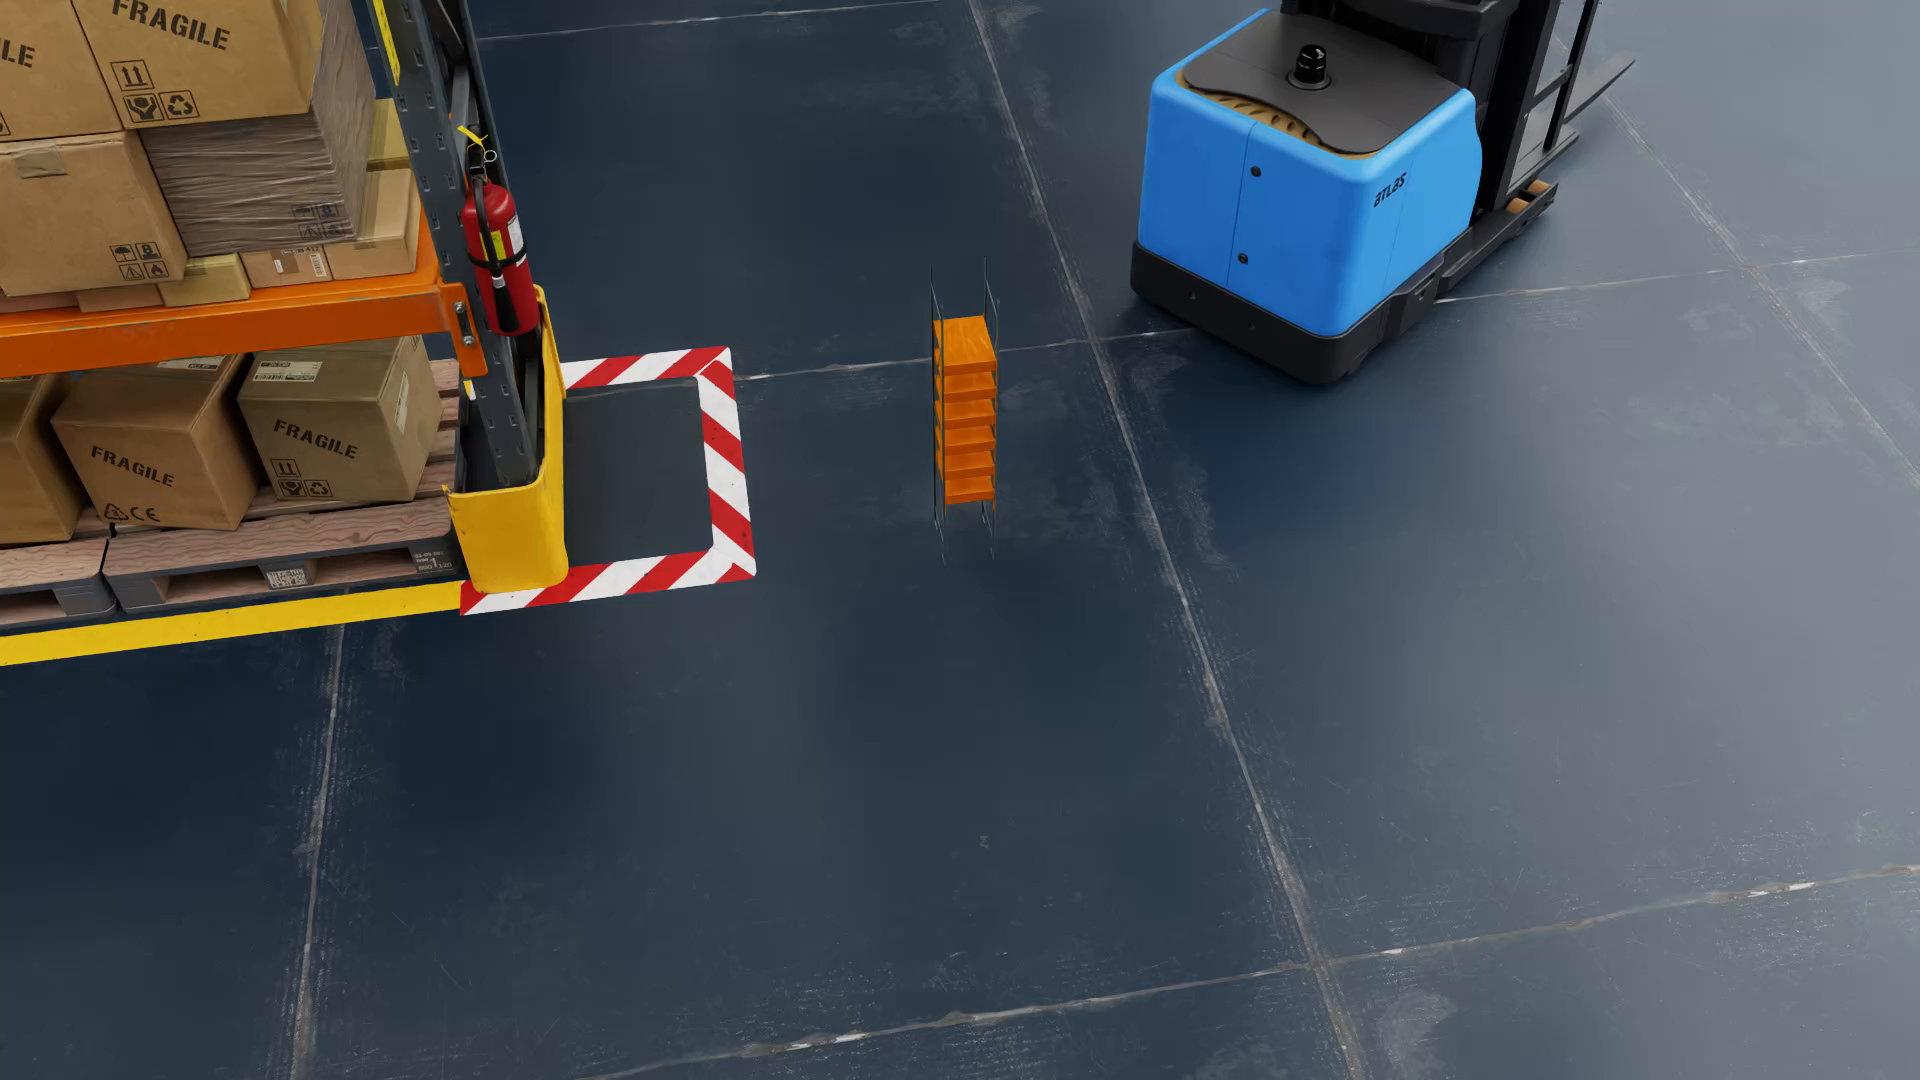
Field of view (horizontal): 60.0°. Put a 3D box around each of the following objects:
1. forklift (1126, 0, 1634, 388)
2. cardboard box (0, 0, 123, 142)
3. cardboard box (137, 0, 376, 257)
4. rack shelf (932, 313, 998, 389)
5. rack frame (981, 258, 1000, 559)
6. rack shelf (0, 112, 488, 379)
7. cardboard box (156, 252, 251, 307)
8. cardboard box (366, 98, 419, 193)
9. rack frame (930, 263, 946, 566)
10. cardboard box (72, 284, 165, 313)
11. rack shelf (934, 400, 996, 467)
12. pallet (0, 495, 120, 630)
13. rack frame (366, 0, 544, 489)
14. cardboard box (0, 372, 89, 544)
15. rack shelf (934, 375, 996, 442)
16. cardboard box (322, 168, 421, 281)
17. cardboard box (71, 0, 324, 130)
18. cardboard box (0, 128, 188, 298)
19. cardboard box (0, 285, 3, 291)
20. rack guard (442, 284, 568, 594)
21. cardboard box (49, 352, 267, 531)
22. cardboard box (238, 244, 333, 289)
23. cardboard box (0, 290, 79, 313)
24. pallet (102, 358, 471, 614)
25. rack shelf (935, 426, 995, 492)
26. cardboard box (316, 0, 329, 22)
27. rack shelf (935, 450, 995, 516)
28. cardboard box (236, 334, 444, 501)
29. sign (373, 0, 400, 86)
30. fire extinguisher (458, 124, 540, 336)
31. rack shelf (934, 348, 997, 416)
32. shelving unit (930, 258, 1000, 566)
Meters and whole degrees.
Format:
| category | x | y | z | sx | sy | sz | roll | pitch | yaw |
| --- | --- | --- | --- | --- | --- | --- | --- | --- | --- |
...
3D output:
| category | x | y | z | sx | sy | sz | roll | pitch | yaw |
| --- | --- | --- | --- | --- | --- | --- | --- | --- | --- |
| forklift | 2.081 | -2.614 | 6.734 | 1.130 | 2.935 | 3.031 | 33 | 54 | 28 |
| cardboard box | -2.622 | -1.457 | 4.601 | 0.500 | 0.500 | 0.500 | -7 | 46 | -7 |
| cardboard box | -2.177 | -1.371 | 5.212 | 0.500 | 0.500 | 0.875 | -7 | 46 | -7 |
| rack shelf | 0.014 | -0.637 | 5.592 | 0.180 | 0.103 | 0.258 | -7 | 46 | -7 |
| rack frame | 0.104 | -0.429 | 5.830 | 0.006 | 1.200 | 0.240 | -7 | 46 | -7 |
| rack shelf | -3.601 | -0.786 | 5.423 | 4.000 | 0.370 | 1.077 | -7 | 46 | -7 |
| cardboard box | -2.360 | -0.915 | 5.223 | 0.250 | 0.149 | 0.380 | -7 | 46 | -7 |
| cardboard box | -1.952 | -1.328 | 5.621 | 0.250 | 0.149 | 0.380 | -7 | 46 | -7 |
| rack frame | -0.076 | -0.407 | 5.809 | 0.006 | 1.200 | 0.240 | -7 | 46 | -7 |
| cardboard box | -2.609 | -0.895 | 5.204 | 0.250 | 0.149 | 0.380 | -7 | 46 | -7 |
| rack shelf | 0.014 | -0.387 | 5.852 | 0.180 | 0.103 | 0.258 | -7 | 46 | -7 |
| pallet | -3.712 | -0.082 | 6.182 | 1.213 | 0.211 | 1.003 | -7 | 46 | -7 |
| rack frame | -1.631 | -1.281 | 5.401 | 0.127 | 3.000 | 1.000 | -7 | 46 | -7 |
| cardboard box | -3.452 | -0.333 | 5.932 | 0.500 | 0.500 | 0.500 | -3 | 46 | -3 |
| rack shelf | 0.014 | -0.471 | 5.765 | 0.180 | 0.103 | 0.258 | -7 | 46 | -7 |
| cardboard box | -1.876 | -1.012 | 5.317 | 0.250 | 0.149 | 0.380 | -7 | 46 | -7 |
| cardboard box | -2.131 | -1.523 | 4.664 | 0.500 | 0.500 | 0.500 | -7 | 46 | -7 |
| cardboard box | -2.650 | -1.224 | 5.070 | 0.500 | 0.500 | 0.875 | -7 | 46 | -7 |
| cardboard box | -3.150 | -1.193 | 5.041 | 0.500 | 0.500 | 0.875 | -7 | 46 | -7 |
| rack guard | -1.706 | -0.404 | 6.292 | 0.348 | 0.500 | 1.175 | -7 | 46 | -7 |
| cardboard box | -2.832 | -0.397 | 5.993 | 0.500 | 0.500 | 0.500 | 4 | 46 | 4 |
| cardboard box | -2.123 | -0.982 | 5.287 | 0.250 | 0.149 | 0.380 | -7 | 46 | -7 |
| cardboard box | -2.863 | -0.894 | 5.202 | 0.250 | 0.149 | 0.380 | -7 | 46 | -7 |
| pallet | -2.512 | -0.229 | 6.324 | 1.213 | 0.211 | 1.003 | -7 | 46 | -7 |
| rack shelf | 0.014 | -0.304 | 5.938 | 0.180 | 0.103 | 0.258 | -7 | 46 | -7 |
| cardboard box | -2.219 | -1.891 | 5.019 | 0.500 | 0.500 | 0.500 | -7 | 46 | -7 |
| rack shelf | 0.014 | -0.221 | 6.024 | 0.180 | 0.103 | 0.258 | -7 | 46 | -7 |
| cardboard box | -2.249 | -0.494 | 6.088 | 0.500 | 0.500 | 0.500 | 1 | 46 | 1 |
| sign | -1.556 | -1.396 | 4.488 | 0.005 | 0.325 | 0.100 | -7 | 46 | -7 |
| fire extinguisher | -1.439 | -0.941 | 5.127 | 0.183 | 0.674 | 0.296 | -7 | 46 | -7 |
| rack shelf | 0.014 | -0.554 | 5.679 | 0.180 | 0.103 | 0.258 | -7 | 46 | -7 |
| shelving unit | 0.014 | -0.418 | 5.820 | 0.189 | 1.200 | 0.258 | -7 | 46 | -7 |
